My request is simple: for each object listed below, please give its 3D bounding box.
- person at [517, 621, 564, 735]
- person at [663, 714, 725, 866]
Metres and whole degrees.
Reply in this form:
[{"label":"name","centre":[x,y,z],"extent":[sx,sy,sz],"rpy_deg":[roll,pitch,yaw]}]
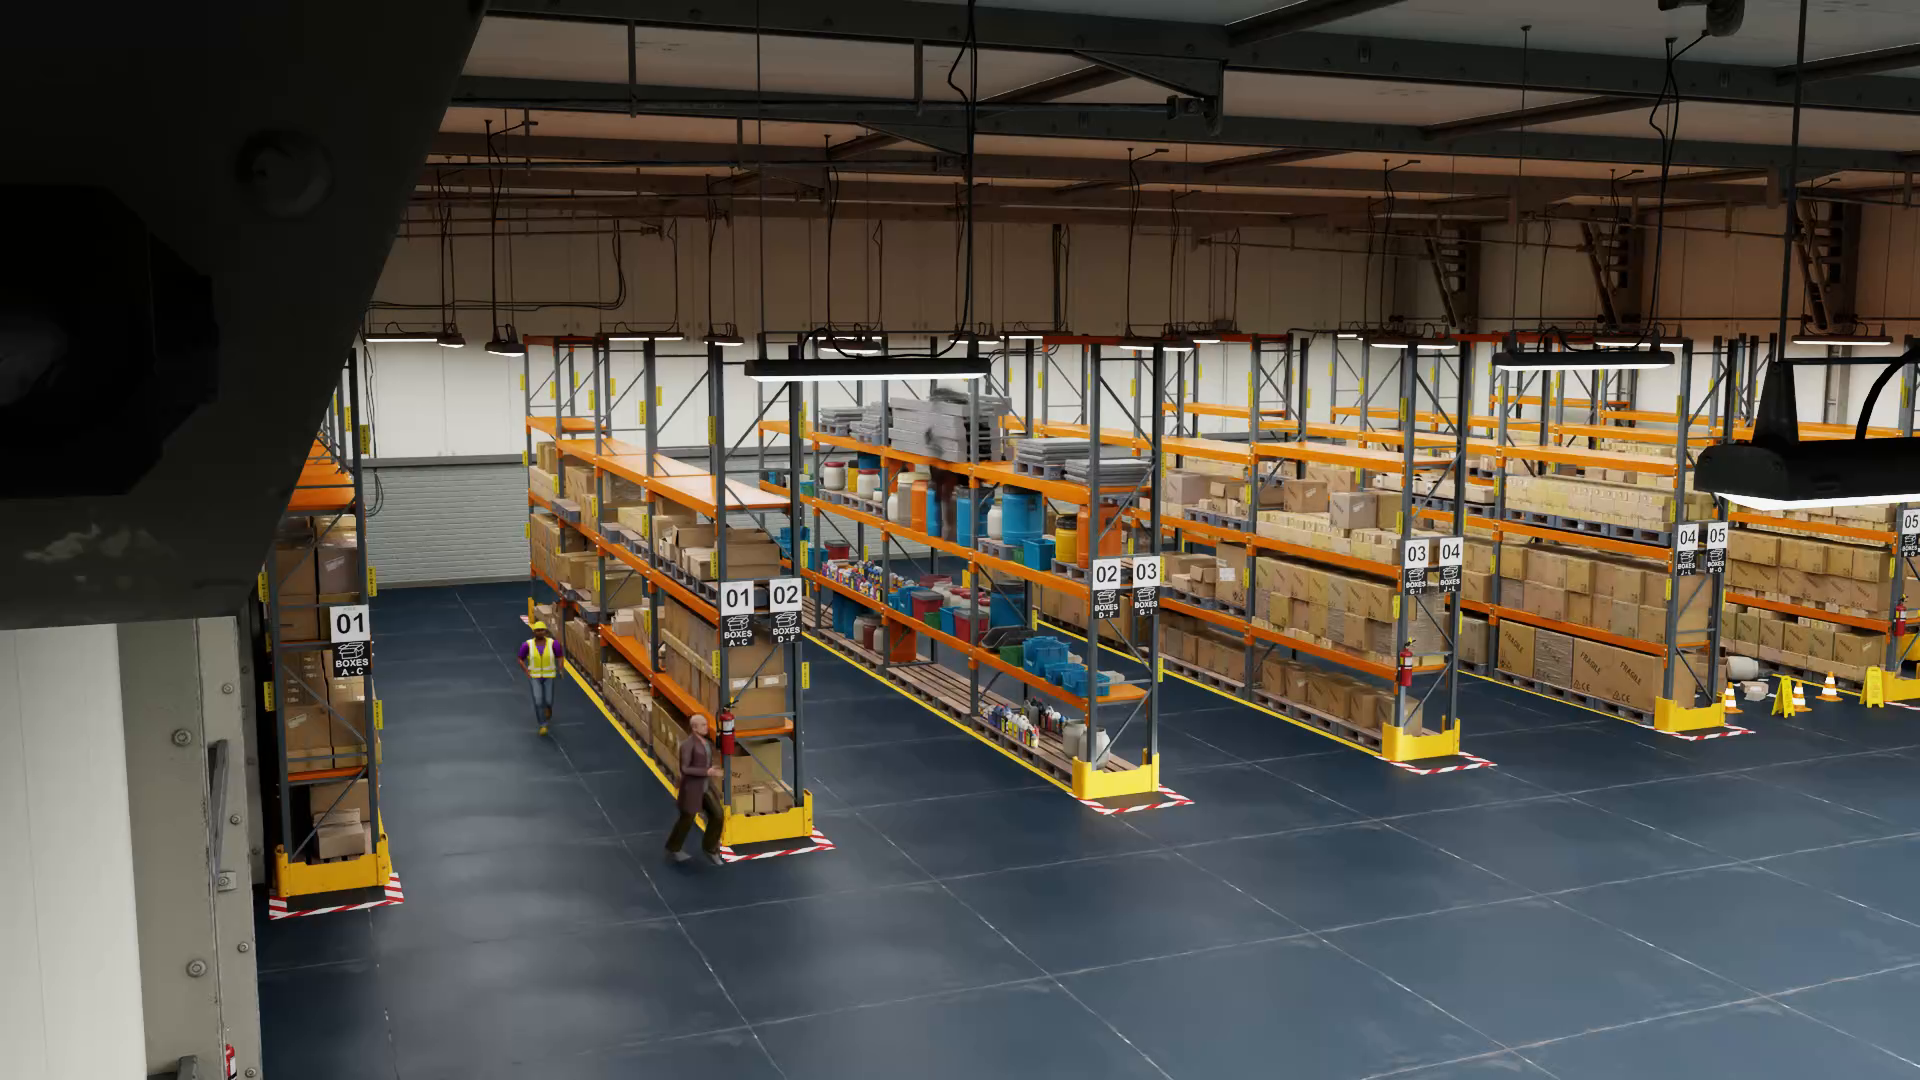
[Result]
[{"label":"person","centre":[-6.440,2.094,25.566],"extent":[0.702,1.726,0.598],"rpy_deg":[-2,8,-16]},{"label":"person","centre":[-3.058,2.919,19.249],"extent":[0.877,1.846,0.654],"rpy_deg":[4,9,28]}]
